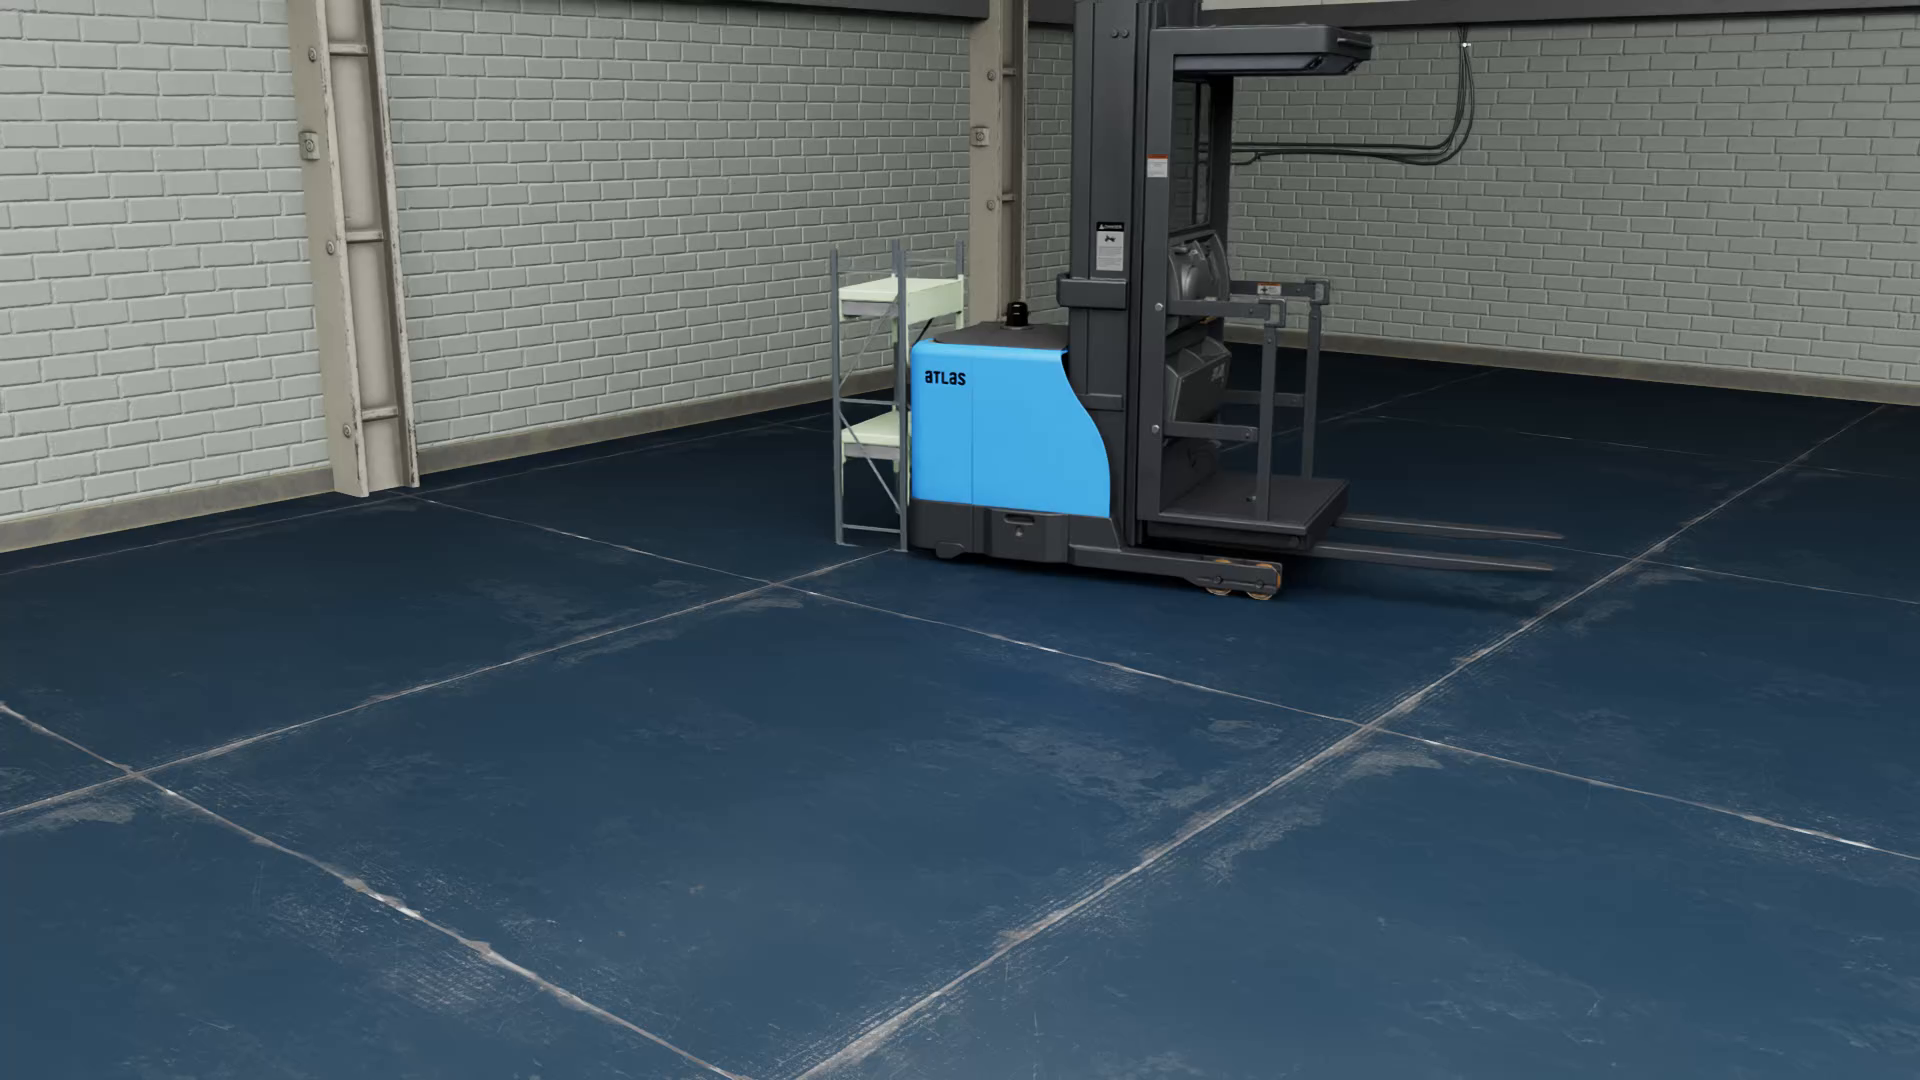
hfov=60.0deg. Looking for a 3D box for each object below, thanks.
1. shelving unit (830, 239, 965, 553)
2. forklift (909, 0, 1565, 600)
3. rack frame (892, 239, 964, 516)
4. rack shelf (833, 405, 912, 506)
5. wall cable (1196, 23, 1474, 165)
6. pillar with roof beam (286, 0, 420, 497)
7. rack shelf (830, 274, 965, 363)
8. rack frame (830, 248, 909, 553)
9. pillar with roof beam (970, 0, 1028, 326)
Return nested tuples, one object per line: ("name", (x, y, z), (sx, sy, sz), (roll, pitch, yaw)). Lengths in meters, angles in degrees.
("shelving unit", (-0.309, -0.768, 8.599), (0.431, 1.500, 0.755), (6, 15, 22))
("forklift", (1.312, -1.296, 7.773), (3.031, 2.935, 1.130), (6, 15, 22))
("rack frame", (-0.169, -0.851, 8.927), (0.400, 1.500, 0.023), (6, 15, 22))
("rack shelf", (-0.309, -0.452, 8.679), (0.431, 0.370, 0.720), (6, 15, 22))
("wall cable", (3.202, -4.672, 15.042), (3.097, 2.526, 0.112), (11, 18, 38))
("pillar with roof beam", (-0.101, -4.002, 6.099), (9.100, 9.000, 0.400), (11, 18, 38))
("rack shelf", (-0.309, -1.146, 8.503), (0.431, 0.370, 0.720), (6, 15, 22))
("rack frame", (-0.449, -0.684, 8.271), (0.400, 1.500, 0.023), (6, 15, 22))
("pillar with roof beam", (3.670, -5.151, 10.622), (9.100, 9.000, 0.400), (11, 18, 38))
